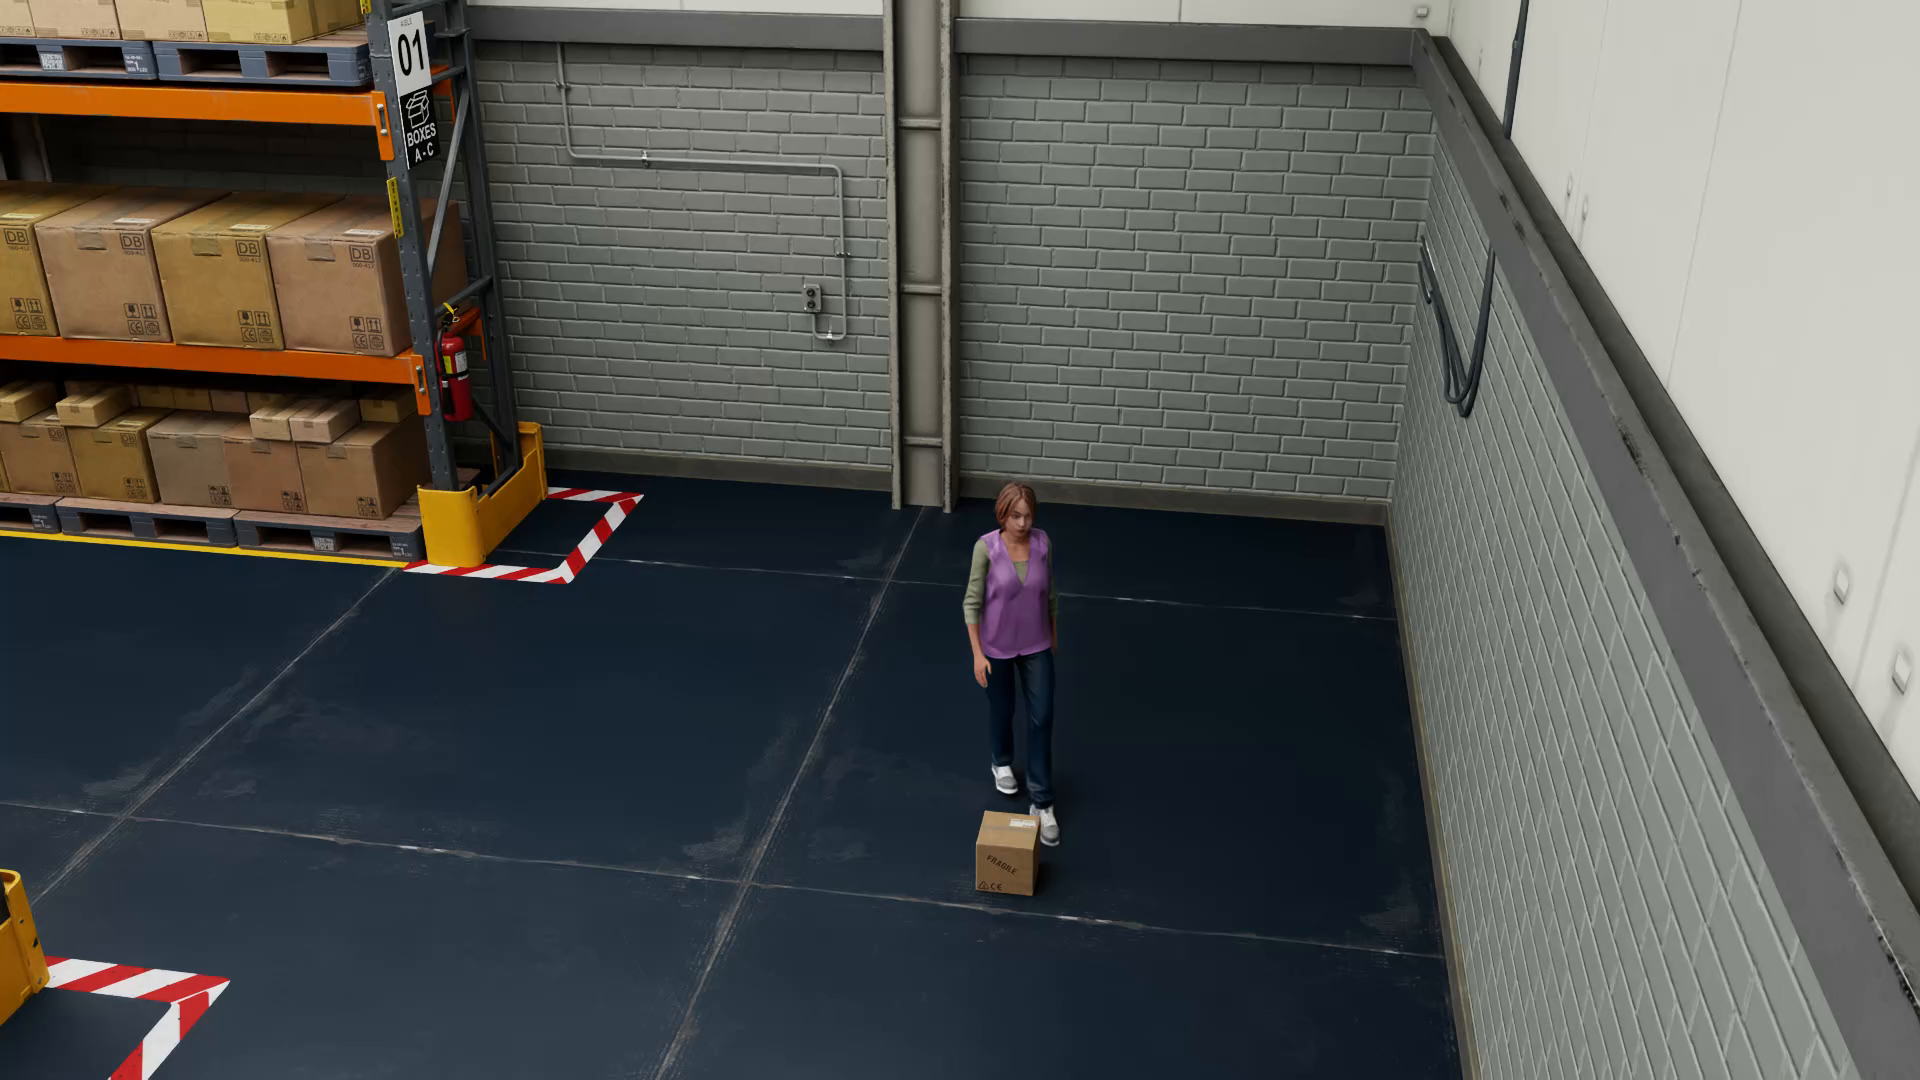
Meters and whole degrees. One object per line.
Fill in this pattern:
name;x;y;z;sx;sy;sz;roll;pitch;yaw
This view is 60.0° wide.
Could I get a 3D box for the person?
person;0.256;0.536;7.468;0.470;1.582;0.718;-3;26;-7
